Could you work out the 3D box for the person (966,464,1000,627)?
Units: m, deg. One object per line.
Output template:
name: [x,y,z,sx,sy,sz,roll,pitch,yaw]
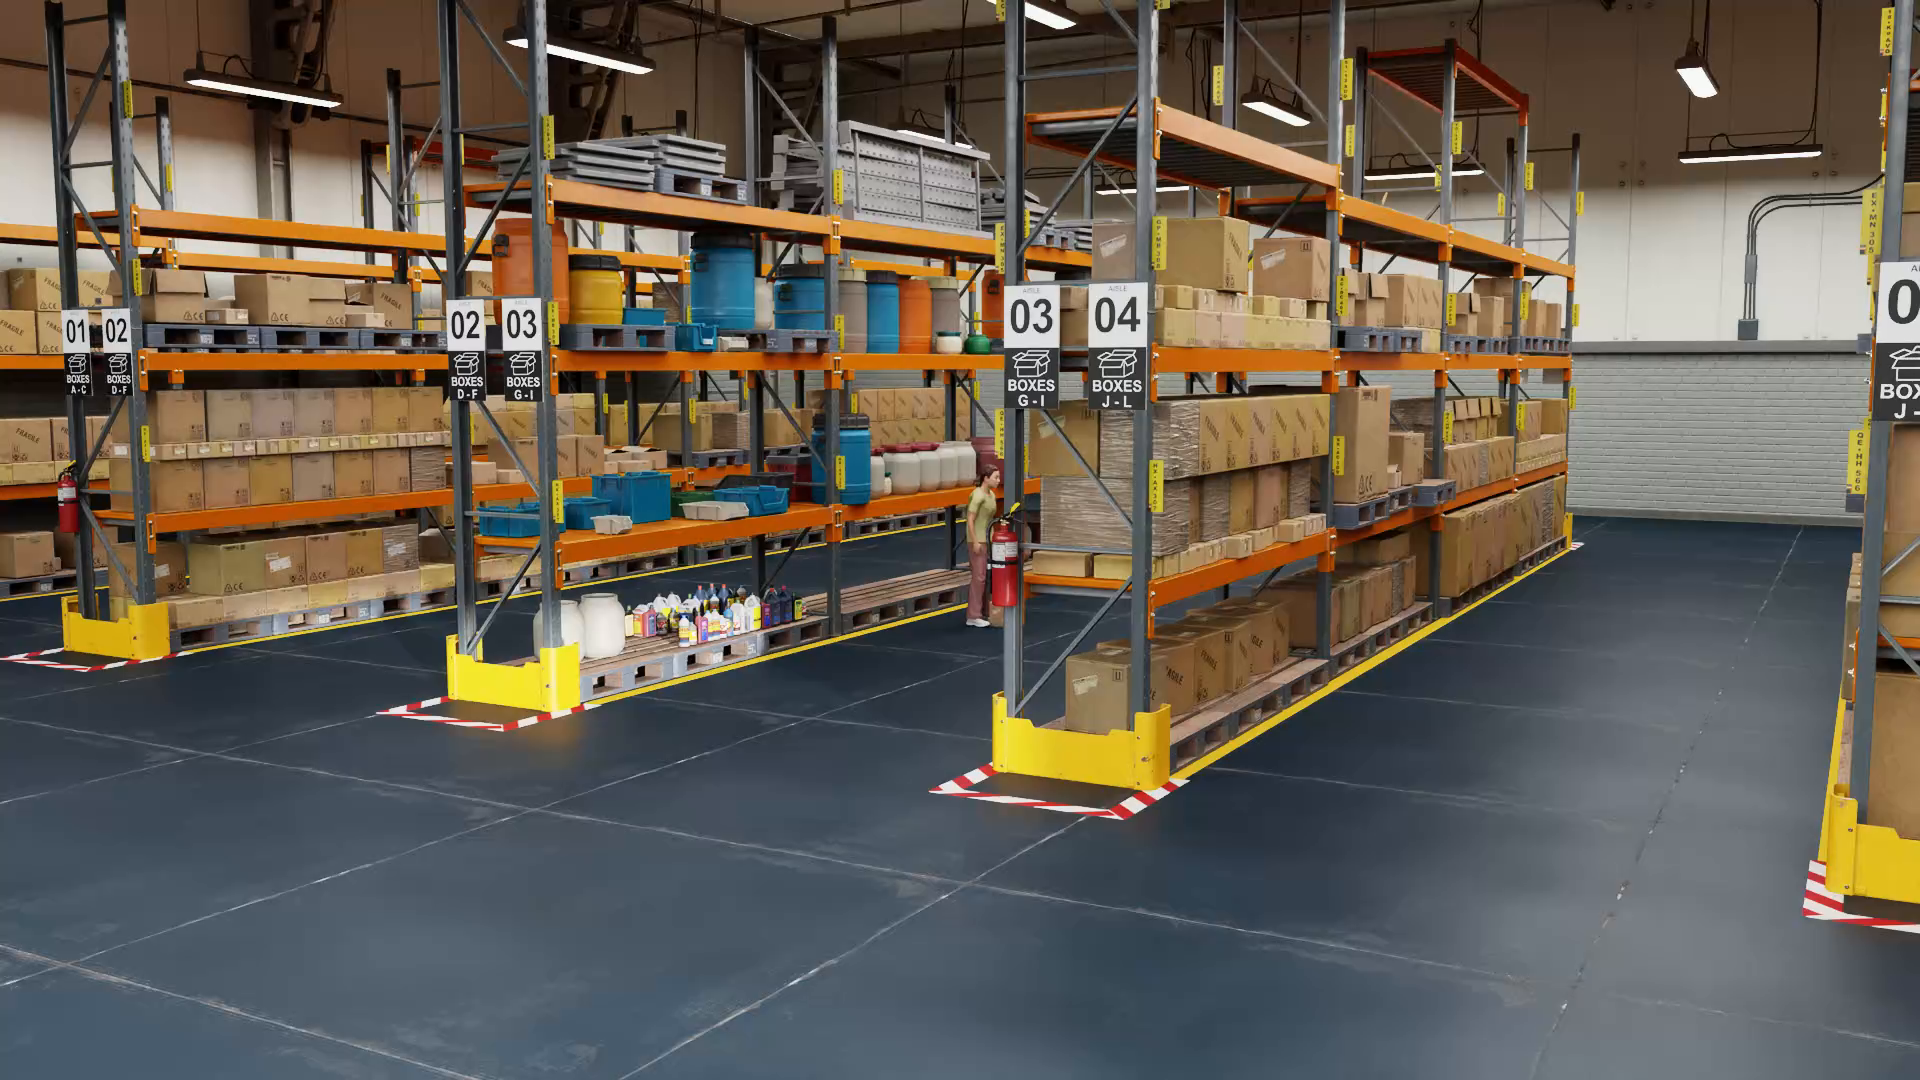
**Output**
person: [0.254,0.042,17.280,0.354,1.673,0.514,3,7,27]
